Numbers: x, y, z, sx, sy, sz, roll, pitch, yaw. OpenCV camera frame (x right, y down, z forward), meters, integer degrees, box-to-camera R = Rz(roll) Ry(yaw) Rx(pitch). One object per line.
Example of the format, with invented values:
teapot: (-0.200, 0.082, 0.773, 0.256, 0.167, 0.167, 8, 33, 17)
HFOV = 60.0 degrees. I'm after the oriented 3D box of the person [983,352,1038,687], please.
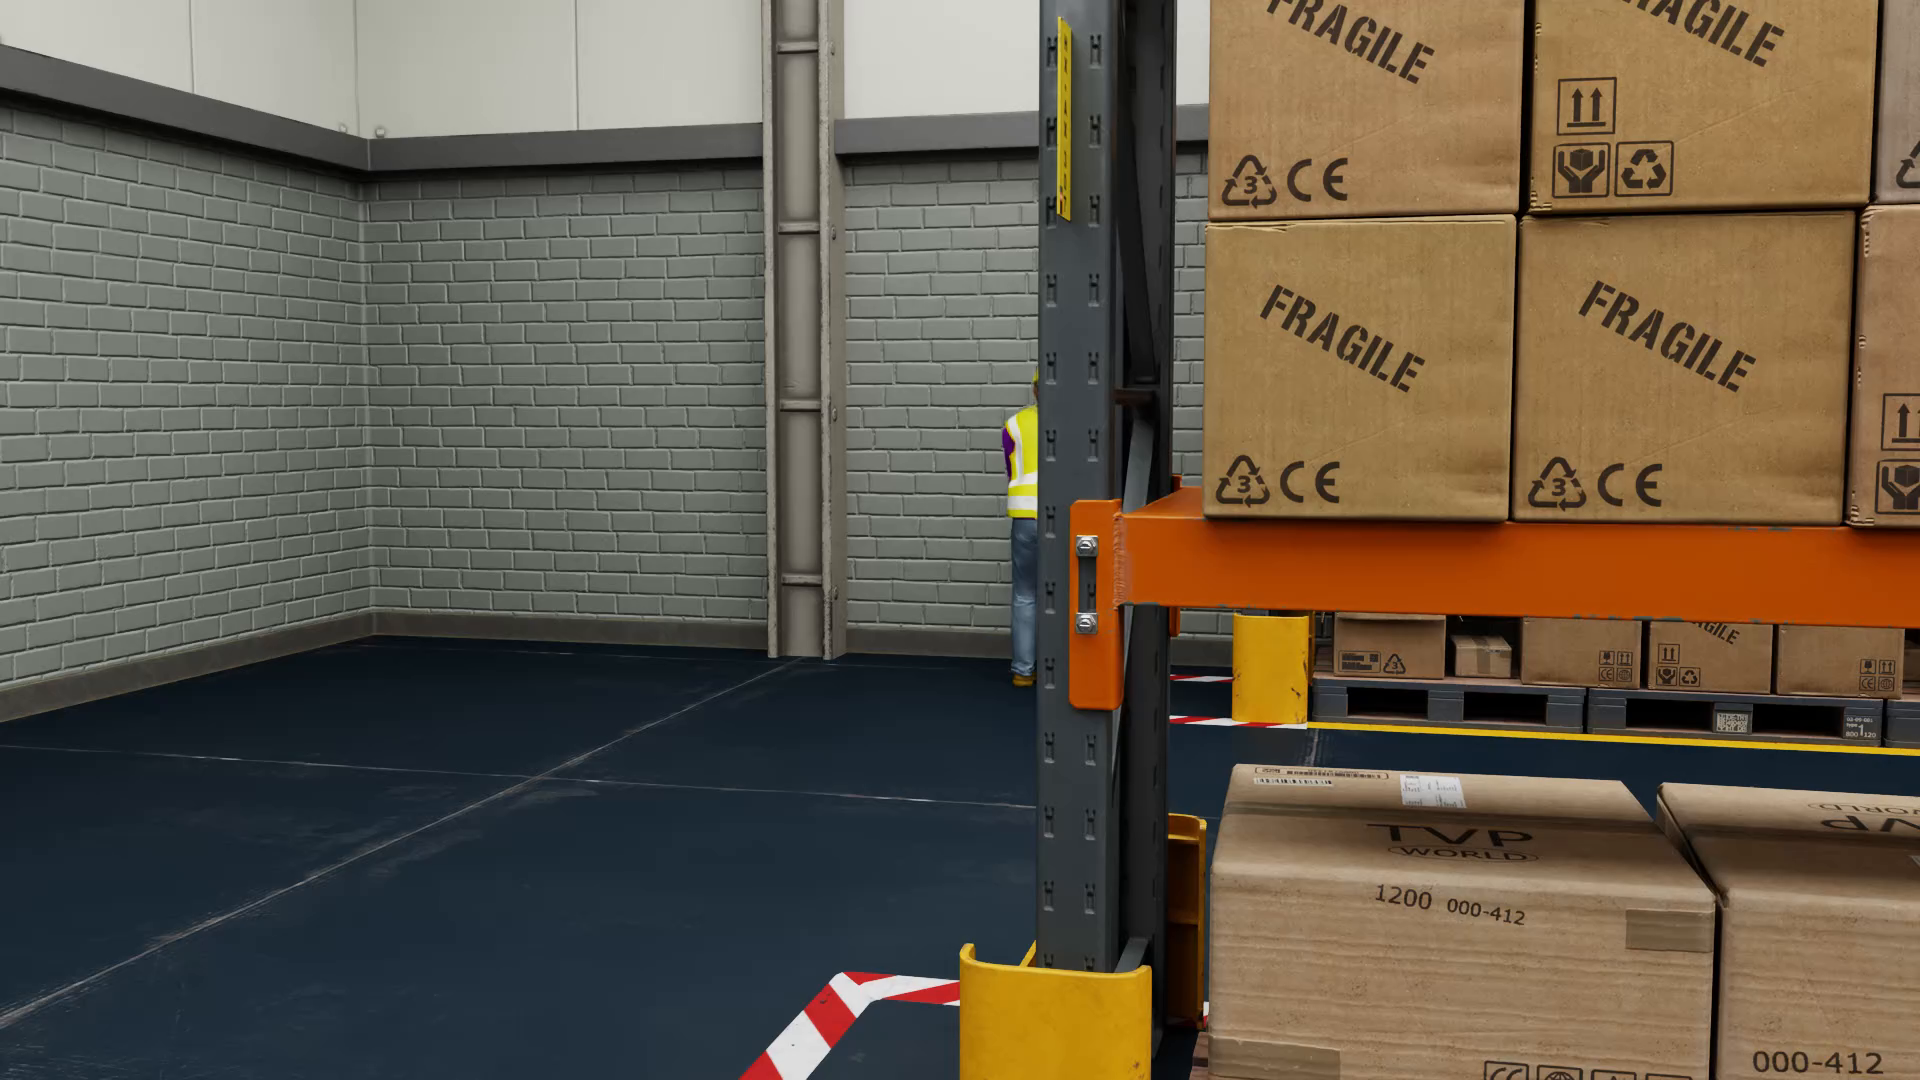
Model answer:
person: (0.443, -0.110, 8.739, 0.631, 1.759, 0.461, 1, 5, 10)
